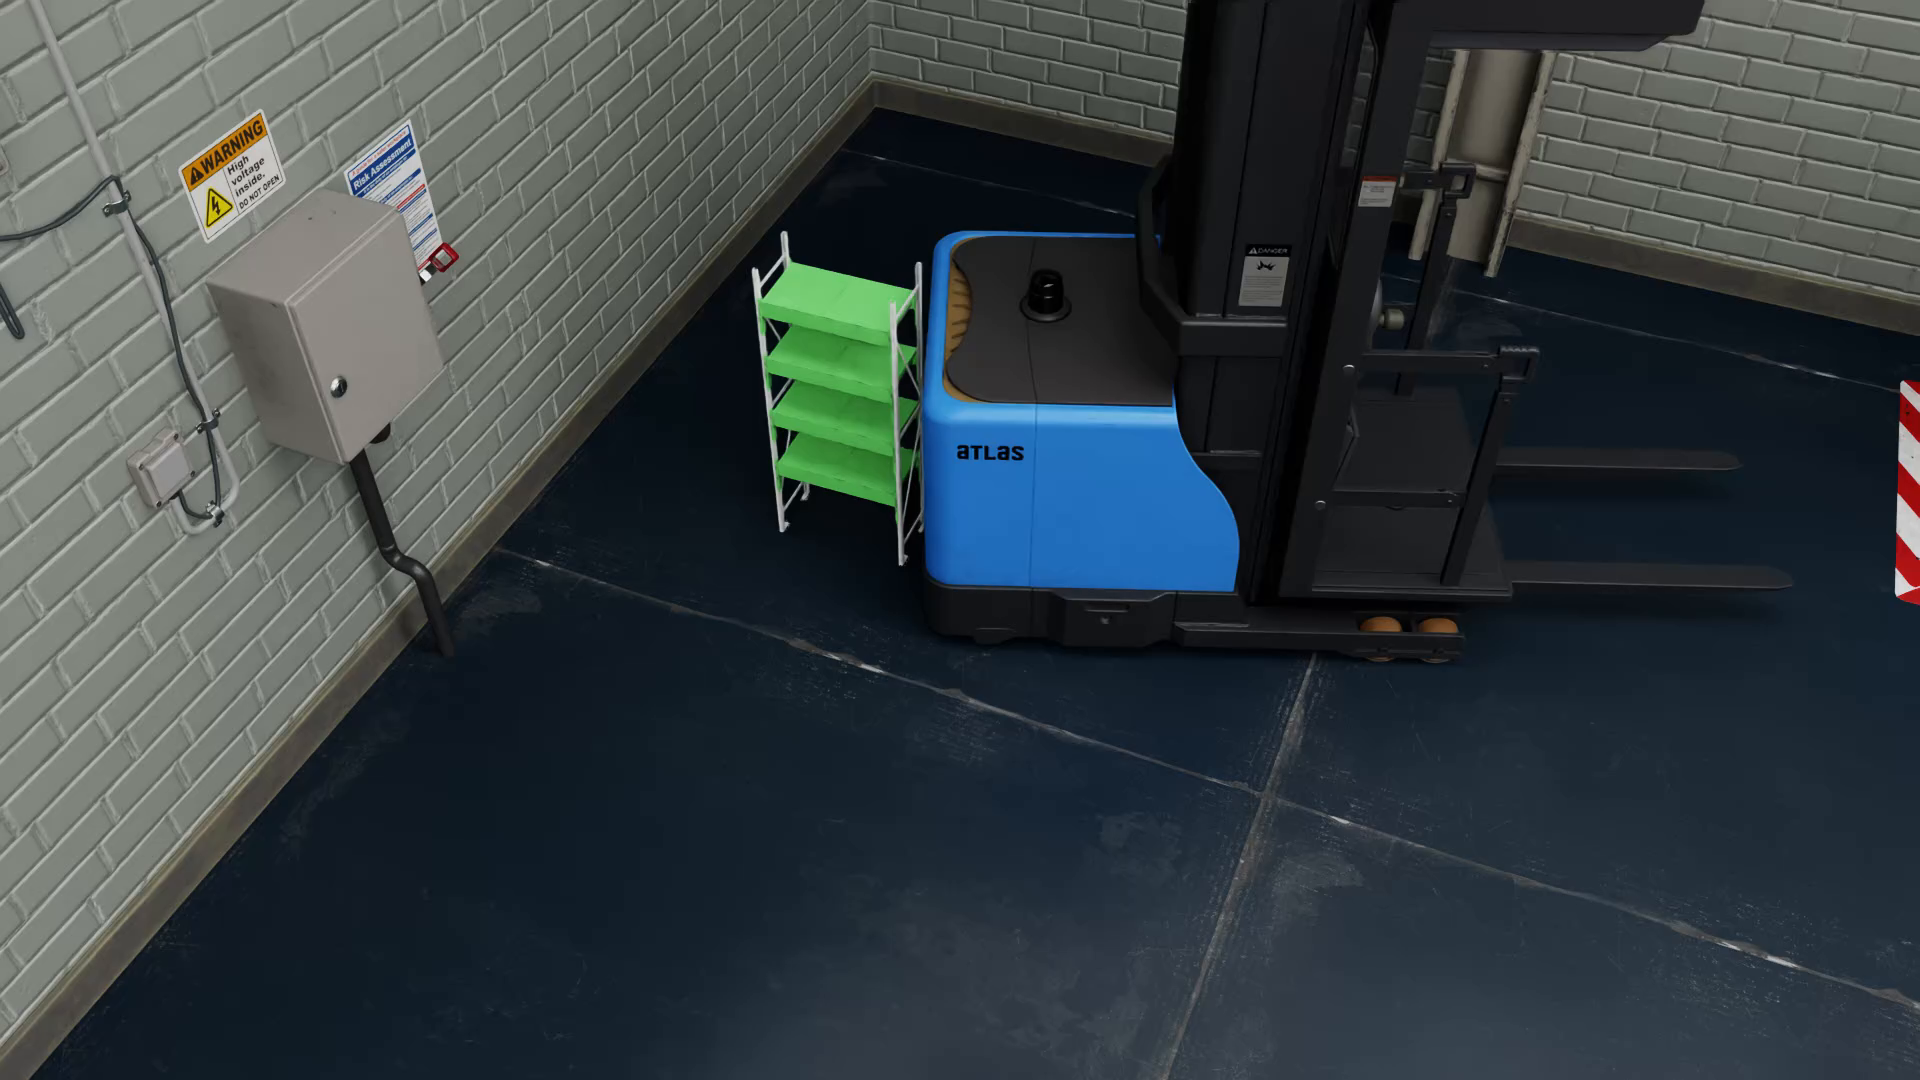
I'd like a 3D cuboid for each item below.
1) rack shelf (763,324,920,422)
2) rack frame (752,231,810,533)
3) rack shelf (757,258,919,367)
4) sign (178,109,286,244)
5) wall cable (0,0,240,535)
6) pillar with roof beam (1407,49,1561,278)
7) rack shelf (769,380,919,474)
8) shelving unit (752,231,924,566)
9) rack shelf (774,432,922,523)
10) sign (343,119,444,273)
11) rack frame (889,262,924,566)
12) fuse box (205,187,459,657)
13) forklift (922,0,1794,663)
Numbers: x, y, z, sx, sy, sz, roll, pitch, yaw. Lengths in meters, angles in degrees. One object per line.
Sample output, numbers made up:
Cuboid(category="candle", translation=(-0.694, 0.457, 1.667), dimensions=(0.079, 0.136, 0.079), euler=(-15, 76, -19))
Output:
Cuboid(category="rack shelf", translation=(-0.404, -0.596, 5.749), dimensions=(0.480, 0.148, 0.258), euler=(15, 47, 15))
Cuboid(category="rack frame", translation=(-0.631, -0.534, 5.936), dimensions=(0.015, 1.200, 0.240), euler=(15, 47, 15))
Cuboid(category="rack shelf", translation=(-0.404, -0.766, 5.579), dimensions=(0.480, 0.148, 0.258), euler=(15, 47, 15))
Cuboid(category="sign", translation=(-1.980, -0.994, 4.537), dimensions=(0.001, 0.242, 0.339), euler=(16, 47, 16))
Cuboid(category="wall cable", translation=(-2.176, -0.640, 4.046), dimensions=(0.122, 1.984, 0.588), euler=(16, 47, 16))
Cuboid(category="pillar with roof beam", translation=(0.611, -1.712, 1.591), dimensions=(0.400, 9.000, 9.100), euler=(16, 47, 16))
Cuboid(category="rack shelf", translation=(-0.404, -0.426, 5.918), dimensions=(0.480, 0.148, 0.258), euler=(15, 47, 15))
Cuboid(category="shelving unit", translation=(-0.404, -0.471, 5.873), dimensions=(0.503, 1.200, 0.258), euler=(15, 47, 15))
Cuboid(category="rack shelf", translation=(-0.404, -0.256, 6.087), dimensions=(0.480, 0.148, 0.258), euler=(15, 47, 15))
Cuboid(category="sign", translation=(-1.769, -1.025, 5.221), dimensions=(0.001, 0.494, 0.329), euler=(16, 47, 16))
Cuboid(category="rack frame", translation=(-0.176, -0.409, 5.810), dimensions=(0.015, 1.200, 0.240), euler=(15, 47, 15))
Cuboid(category="fuse box", translation=(-1.768, -0.224, 5.262), dimensions=(0.414, 1.711, 0.539), euler=(16, 47, 16))
Cuboid(category="forklift", translation=(1.396, -0.993, 5.170), dimensions=(3.031, 2.935, 1.130), euler=(1, 45, 1))
